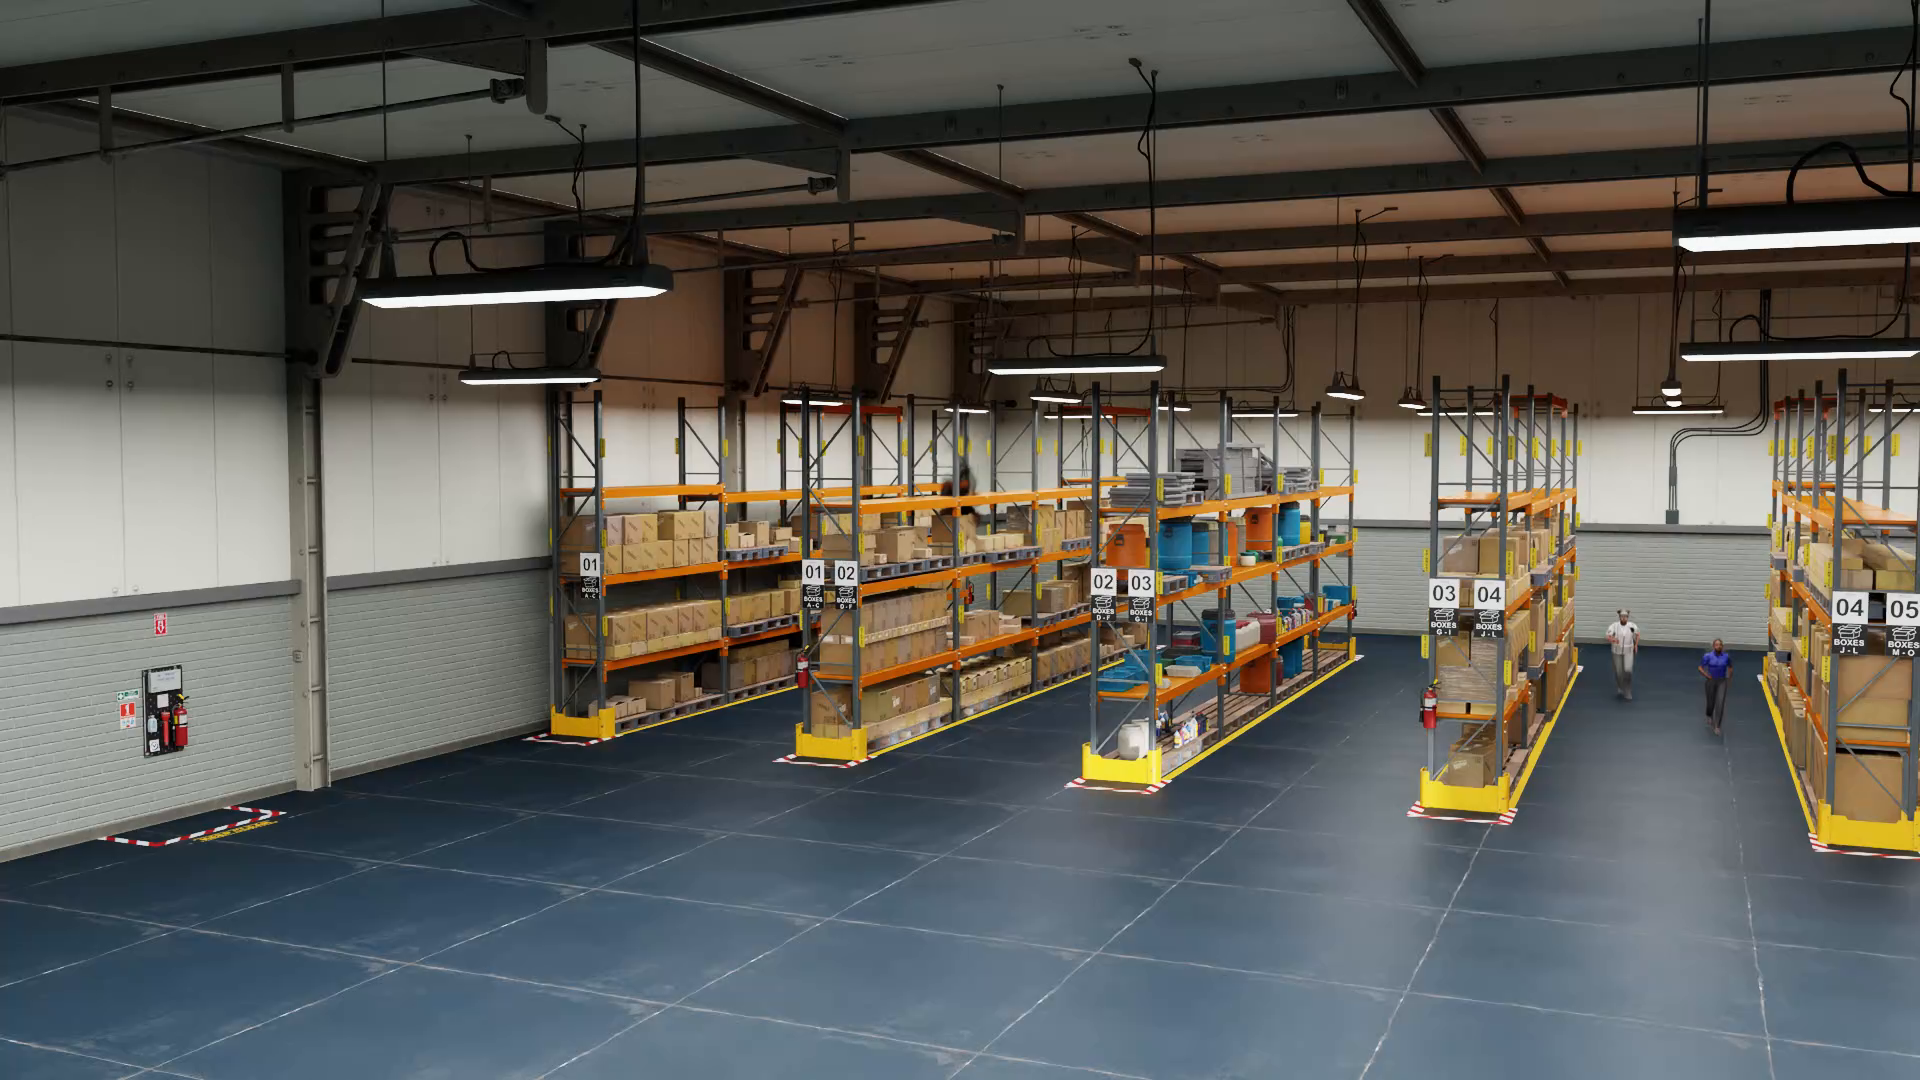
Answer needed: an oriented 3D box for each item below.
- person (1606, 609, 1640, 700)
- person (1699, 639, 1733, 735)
[{"bbox_3d":[13.285,2.295,33.378,0.622,1.842,0.781,1,3,24],"label":"person"},{"bbox_3d":[13.366,2.562,29.403,0.584,1.644,0.822,1,3,18],"label":"person"}]
